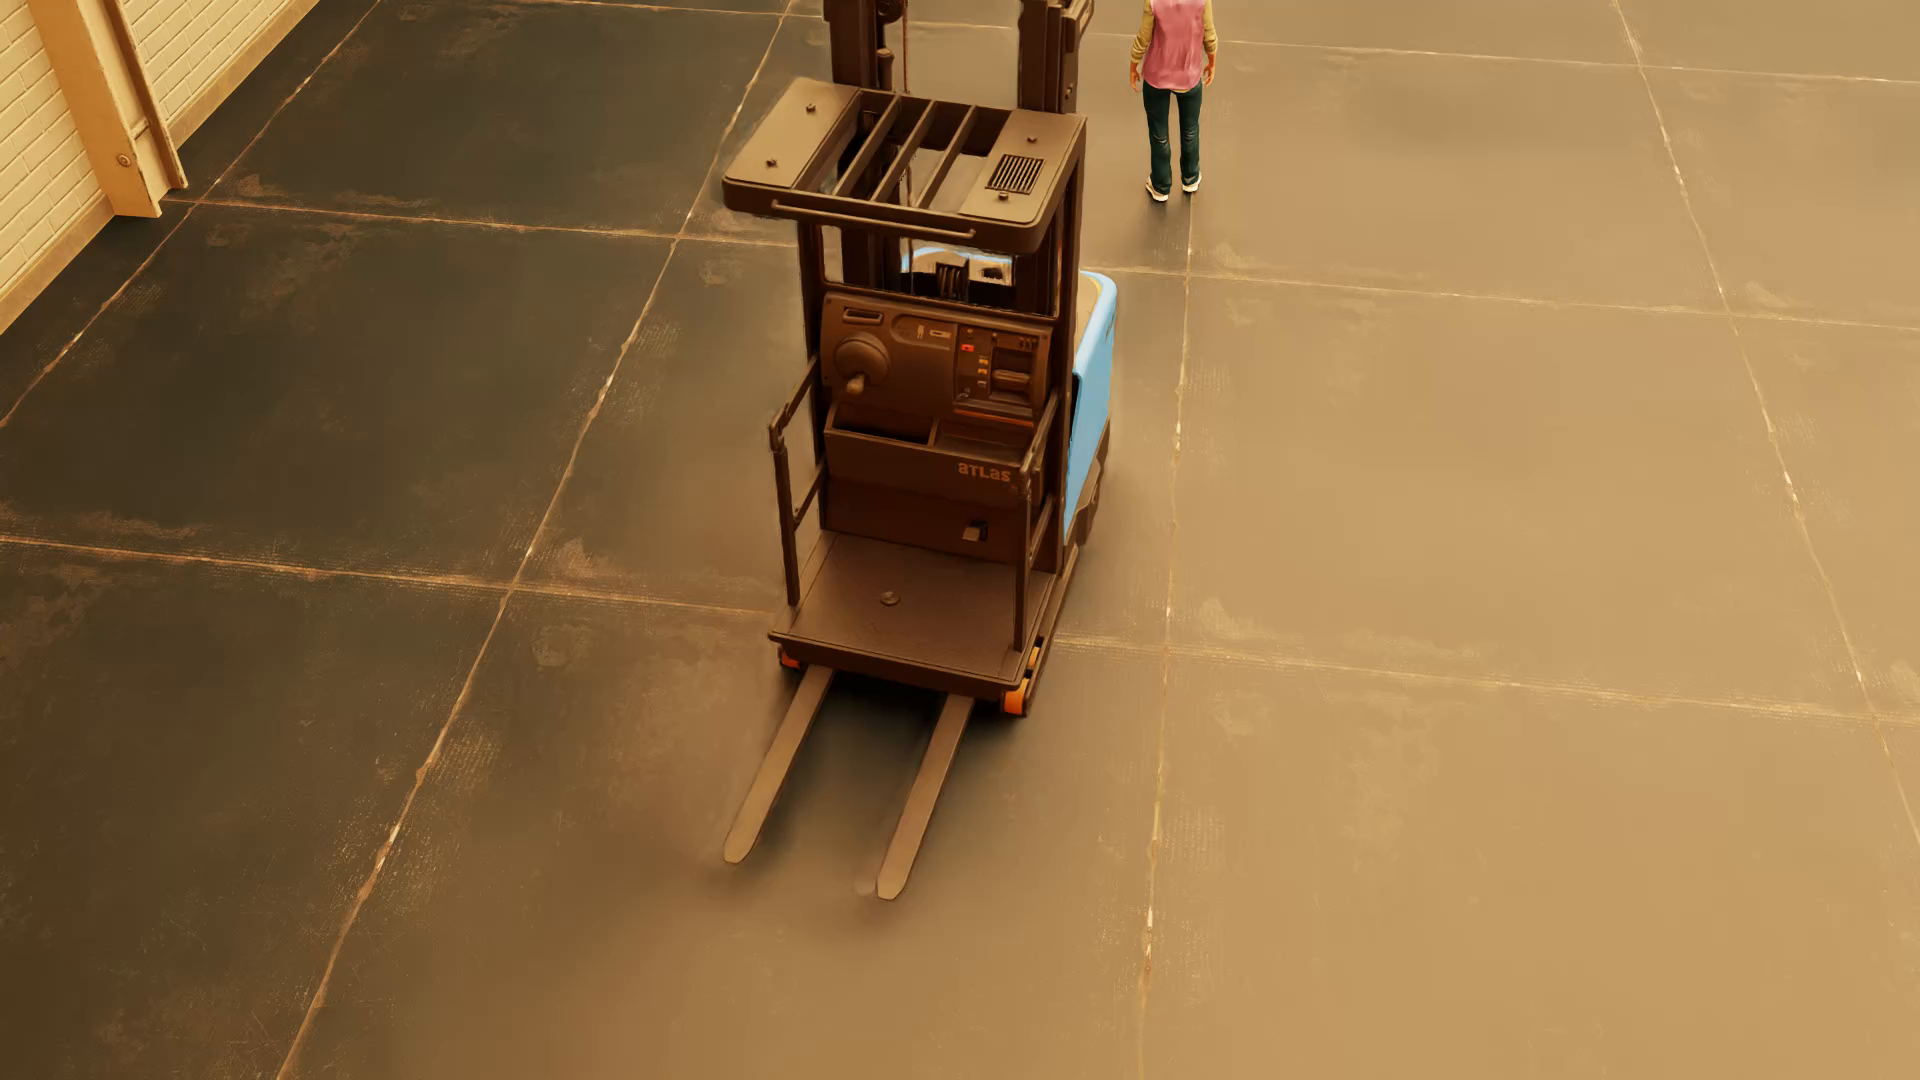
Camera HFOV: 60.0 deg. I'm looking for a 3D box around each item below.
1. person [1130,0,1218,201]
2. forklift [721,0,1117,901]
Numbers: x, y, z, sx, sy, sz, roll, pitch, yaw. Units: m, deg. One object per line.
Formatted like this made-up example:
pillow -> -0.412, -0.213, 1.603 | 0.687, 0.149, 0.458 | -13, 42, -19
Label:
person -> 1.235, -2.721, 9.667 | 0.520, 1.592, 0.473 | 0, 43, 0
forklift -> -0.158, -0.634, 6.415 | 1.130, 2.935, 3.031 | 11, 44, 12
